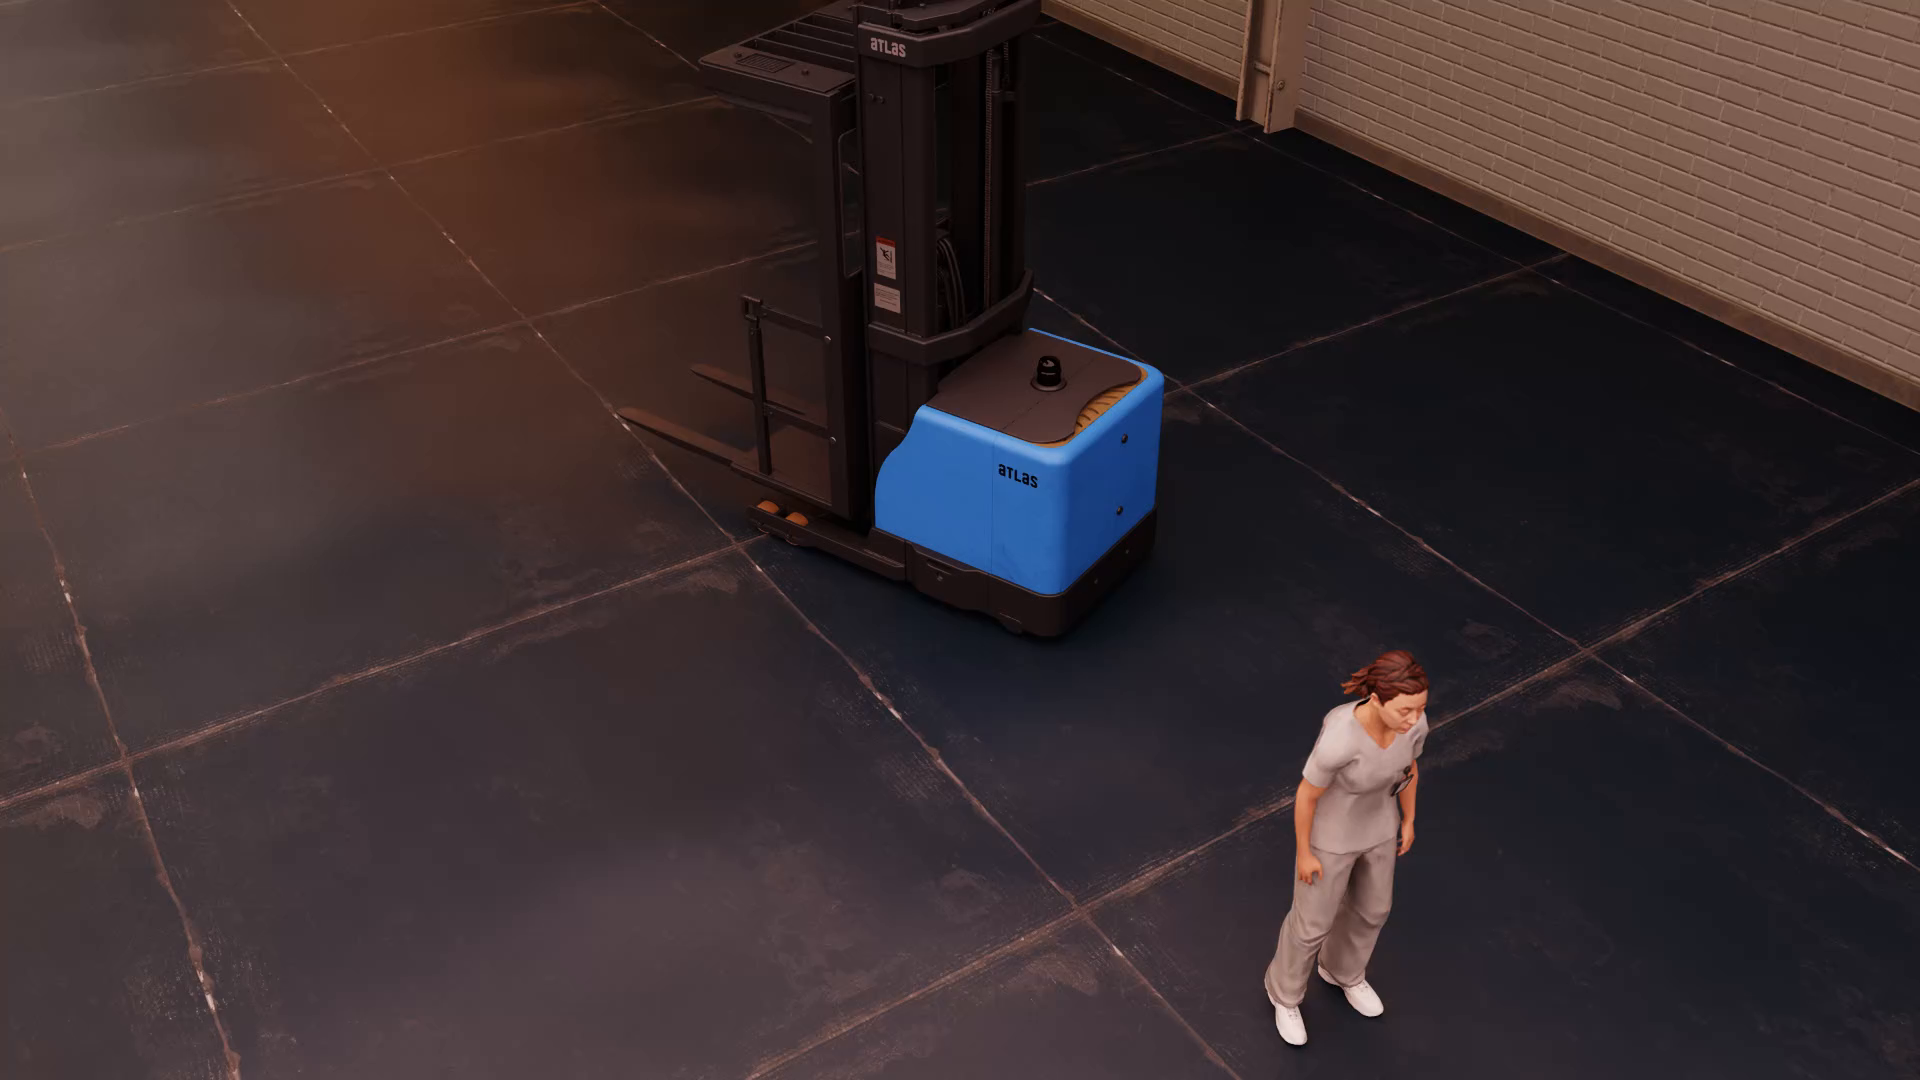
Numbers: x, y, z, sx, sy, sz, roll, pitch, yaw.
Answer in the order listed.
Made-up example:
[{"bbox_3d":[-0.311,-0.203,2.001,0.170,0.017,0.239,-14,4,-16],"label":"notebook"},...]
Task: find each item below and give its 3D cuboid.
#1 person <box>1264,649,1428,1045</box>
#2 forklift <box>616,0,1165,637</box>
[{"bbox_3d":[1.362,1.033,5.772,0.486,1.673,0.357,-13,37,-18],"label":"person"},{"bbox_3d":[-0.500,-1.399,8.138,3.031,2.935,1.130,22,41,28],"label":"forklift"}]
